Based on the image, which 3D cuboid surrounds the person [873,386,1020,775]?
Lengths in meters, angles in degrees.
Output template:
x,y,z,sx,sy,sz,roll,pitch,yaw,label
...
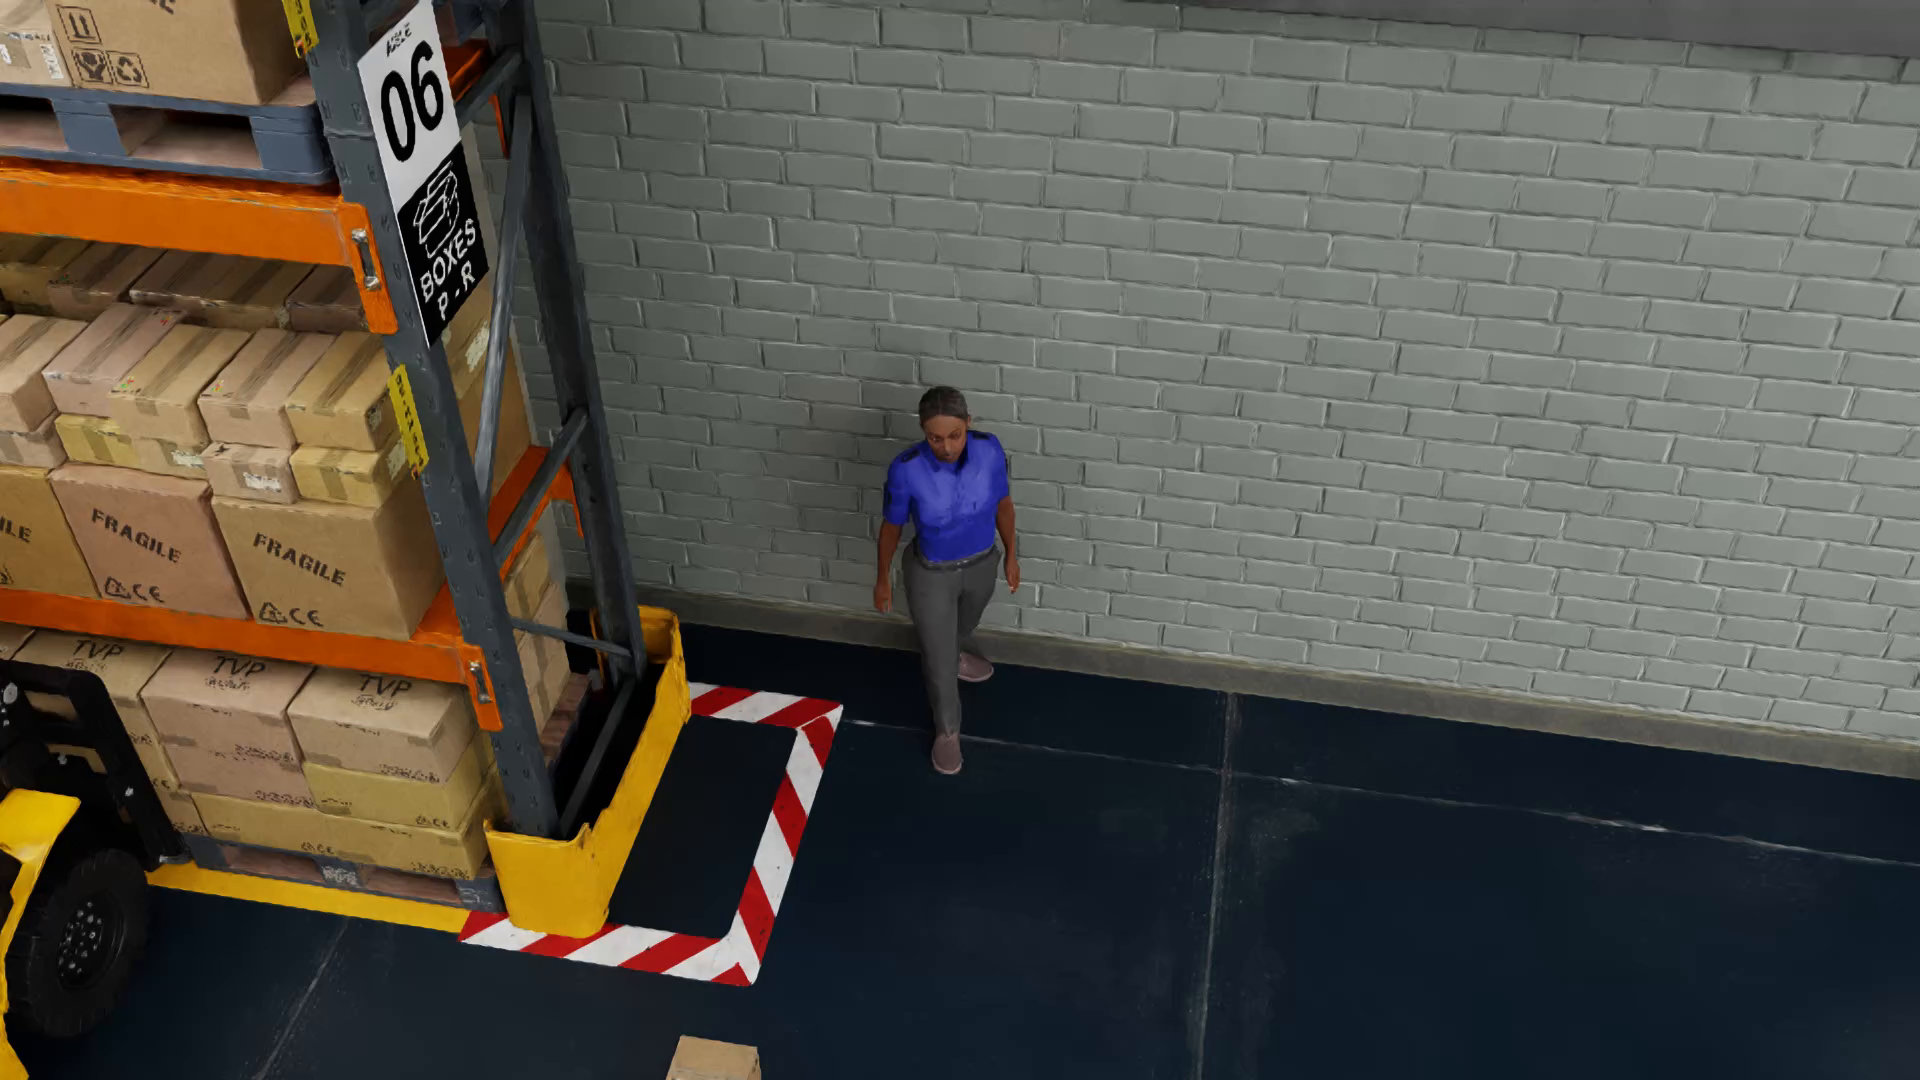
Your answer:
x,y,z,sx,sy,sz,roll,pitch,yaw,label
-0.059,0.079,6.076,0.544,1.647,0.597,-17,44,-19,person
